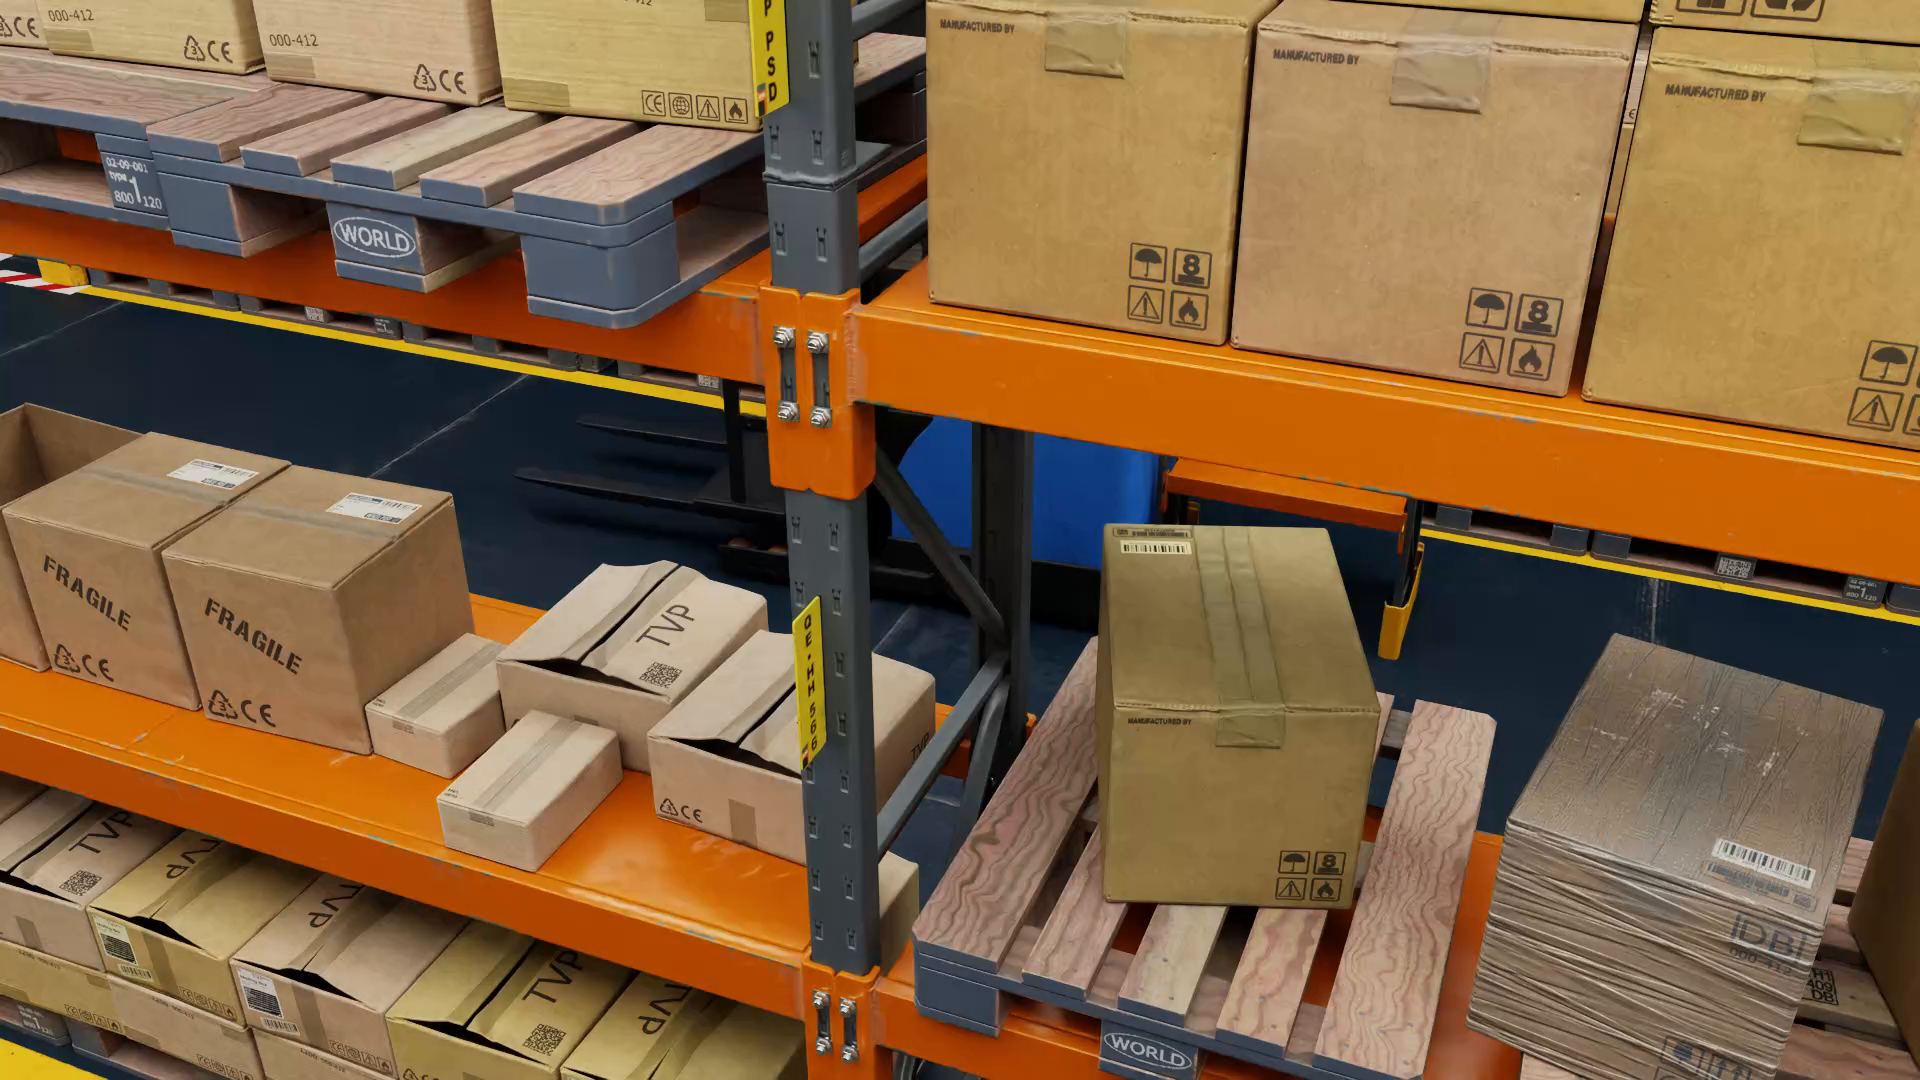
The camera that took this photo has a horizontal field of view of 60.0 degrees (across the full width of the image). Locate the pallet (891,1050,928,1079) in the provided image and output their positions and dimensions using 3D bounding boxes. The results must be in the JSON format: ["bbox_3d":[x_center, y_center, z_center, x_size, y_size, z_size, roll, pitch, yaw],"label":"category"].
[{"bbox_3d":[-0.818,1.560,4.776,1.213,0.211,1.003,11,31,19],"label":"pallet"}]

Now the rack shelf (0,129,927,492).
[{"bbox_3d":[-1.923,-0.847,3.883,4.000,0.370,1.077,11,31,19],"label":"rack shelf"}]

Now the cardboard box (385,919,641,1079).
[{"bbox_3d":[-1.132,1.208,4.362,0.500,0.311,0.500,11,31,18],"label":"cardboard box"}]

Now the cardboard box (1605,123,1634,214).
[{"bbox_3d":[2.625,-1.618,7.139,0.500,0.500,0.500,12,32,21],"label":"cardboard box"}]

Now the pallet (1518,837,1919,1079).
[{"bbox_3d":[1.734,0.957,3.204,1.213,0.211,1.003,11,31,19],"label":"pallet"}]

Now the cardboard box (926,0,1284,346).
[{"bbox_3d":[0.347,-0.768,2.911,0.500,0.500,0.910,11,31,19],"label":"cardboard box"}]

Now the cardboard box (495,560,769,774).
[{"bbox_3d":[-0.826,0.301,4.260,0.500,0.311,0.500,11,31,19],"label":"cardboard box"}]

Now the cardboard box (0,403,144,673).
[{"bbox_3d":[-2.583,-0.021,4.637,0.500,0.500,0.500,14,32,23],"label":"cardboard box"}]

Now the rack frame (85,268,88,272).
[{"bbox_3d":[-5.624,-3.224,10.405,0.127,3.000,1.000,11,31,19],"label":"rack frame"}]

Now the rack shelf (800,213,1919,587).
[{"bbox_3d":[1.783,-0.107,2.573,4.000,0.370,1.077,11,31,19],"label":"rack shelf"}]

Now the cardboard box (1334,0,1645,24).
[{"bbox_3d":[0.805,-1.091,2.466,0.500,0.500,0.500,11,31,19],"label":"cardboard box"}]

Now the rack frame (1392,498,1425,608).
[{"bbox_3d":[1.874,-0.295,6.747,0.032,1.500,0.500,11,31,19],"label":"rack frame"}]

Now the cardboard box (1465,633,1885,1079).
[{"bbox_3d":[1.332,0.611,3.093,0.500,0.500,0.700,18,34,28],"label":"cardboard box"}]

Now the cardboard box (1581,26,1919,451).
[{"bbox_3d":[1.302,-0.578,2.574,0.500,0.500,0.910,11,31,19],"label":"cardboard box"}]

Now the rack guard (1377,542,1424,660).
[{"bbox_3d":[1.873,0.249,7.055,0.087,0.250,0.587,11,31,19],"label":"rack guard"}]

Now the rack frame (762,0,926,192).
[{"bbox_3d":[-0.070,-2.096,2.313,0.127,3.000,1.000,11,31,19],"label":"rack frame"}]

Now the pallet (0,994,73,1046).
[{"bbox_3d":[-3.079,1.108,5.575,1.213,0.211,1.003,11,31,19],"label":"pallet"}]

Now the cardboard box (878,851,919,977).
[{"bbox_3d":[-0.445,1.055,4.633,0.500,0.311,0.500,12,32,21],"label":"cardboard box"}]

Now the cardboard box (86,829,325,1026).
[{"bbox_3d":[-2.062,1.020,4.695,0.500,0.311,0.500,12,32,20],"label":"cardboard box"}]

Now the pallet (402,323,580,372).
[{"bbox_3d":[-2.553,-1.378,9.973,1.213,0.211,1.003,11,31,19],"label":"pallet"}]

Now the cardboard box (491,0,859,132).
[{"bbox_3d":[-0.511,-0.966,3.088,0.500,0.250,0.500,9,31,15],"label":"cardboard box"}]

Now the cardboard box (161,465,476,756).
[{"bbox_3d":[-1.631,0.169,4.301,0.500,0.500,0.500,10,31,16],"label":"cardboard box"}]

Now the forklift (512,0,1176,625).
[{"bbox_3d":[-0.573,-1.326,7.117,3.031,2.935,1.130,9,31,15],"label":"forklift"}]

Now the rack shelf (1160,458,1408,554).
[{"bbox_3d":[1.401,-0.229,6.997,1.000,0.185,0.538,11,31,19],"label":"rack shelf"}]

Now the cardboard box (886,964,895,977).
[{"bbox_3d":[-0.445,1.299,4.771,0.500,0.250,0.500,11,31,19],"label":"cardboard box"}]

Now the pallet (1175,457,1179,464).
[{"bbox_3d":[1.066,-0.675,8.730,1.213,0.211,1.003,11,31,19],"label":"pallet"}]

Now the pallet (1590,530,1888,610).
[{"bbox_3d":[3.618,-0.123,7.753,1.213,0.211,1.003,11,31,19],"label":"pallet"}]

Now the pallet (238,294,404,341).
[{"bbox_3d":[-3.687,-1.603,10.371,1.213,0.211,1.003,11,31,19],"label":"pallet"}]

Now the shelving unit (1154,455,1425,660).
[{"bbox_3d":[1.409,-0.384,6.906,1.083,1.500,0.587,11,31,19],"label":"shelving unit"}]

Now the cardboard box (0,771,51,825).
[{"bbox_3d":[-3.025,0.831,5.029,0.500,0.311,0.500,11,31,19],"label":"cardboard box"}]

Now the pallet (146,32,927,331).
[{"bbox_3d":[-0.732,-0.793,3.248,1.003,0.211,1.213,13,32,21],"label":"pallet"}]

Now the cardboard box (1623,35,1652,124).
[{"bbox_3d":[2.611,-1.951,6.967,0.500,0.250,0.500,11,31,18],"label":"cardboard box"}]

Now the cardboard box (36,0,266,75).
[{"bbox_3d":[-1.530,-1.166,3.441,0.500,0.250,0.500,11,31,18],"label":"cardboard box"}]

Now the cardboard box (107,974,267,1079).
[{"bbox_3d":[-2.071,1.262,4.837,0.500,0.250,0.500,12,32,20],"label":"cardboard box"}]

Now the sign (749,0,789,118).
[{"bbox_3d":[-0.286,-0.798,2.459,0.005,0.325,0.100,11,31,19],"label":"sign"}]
